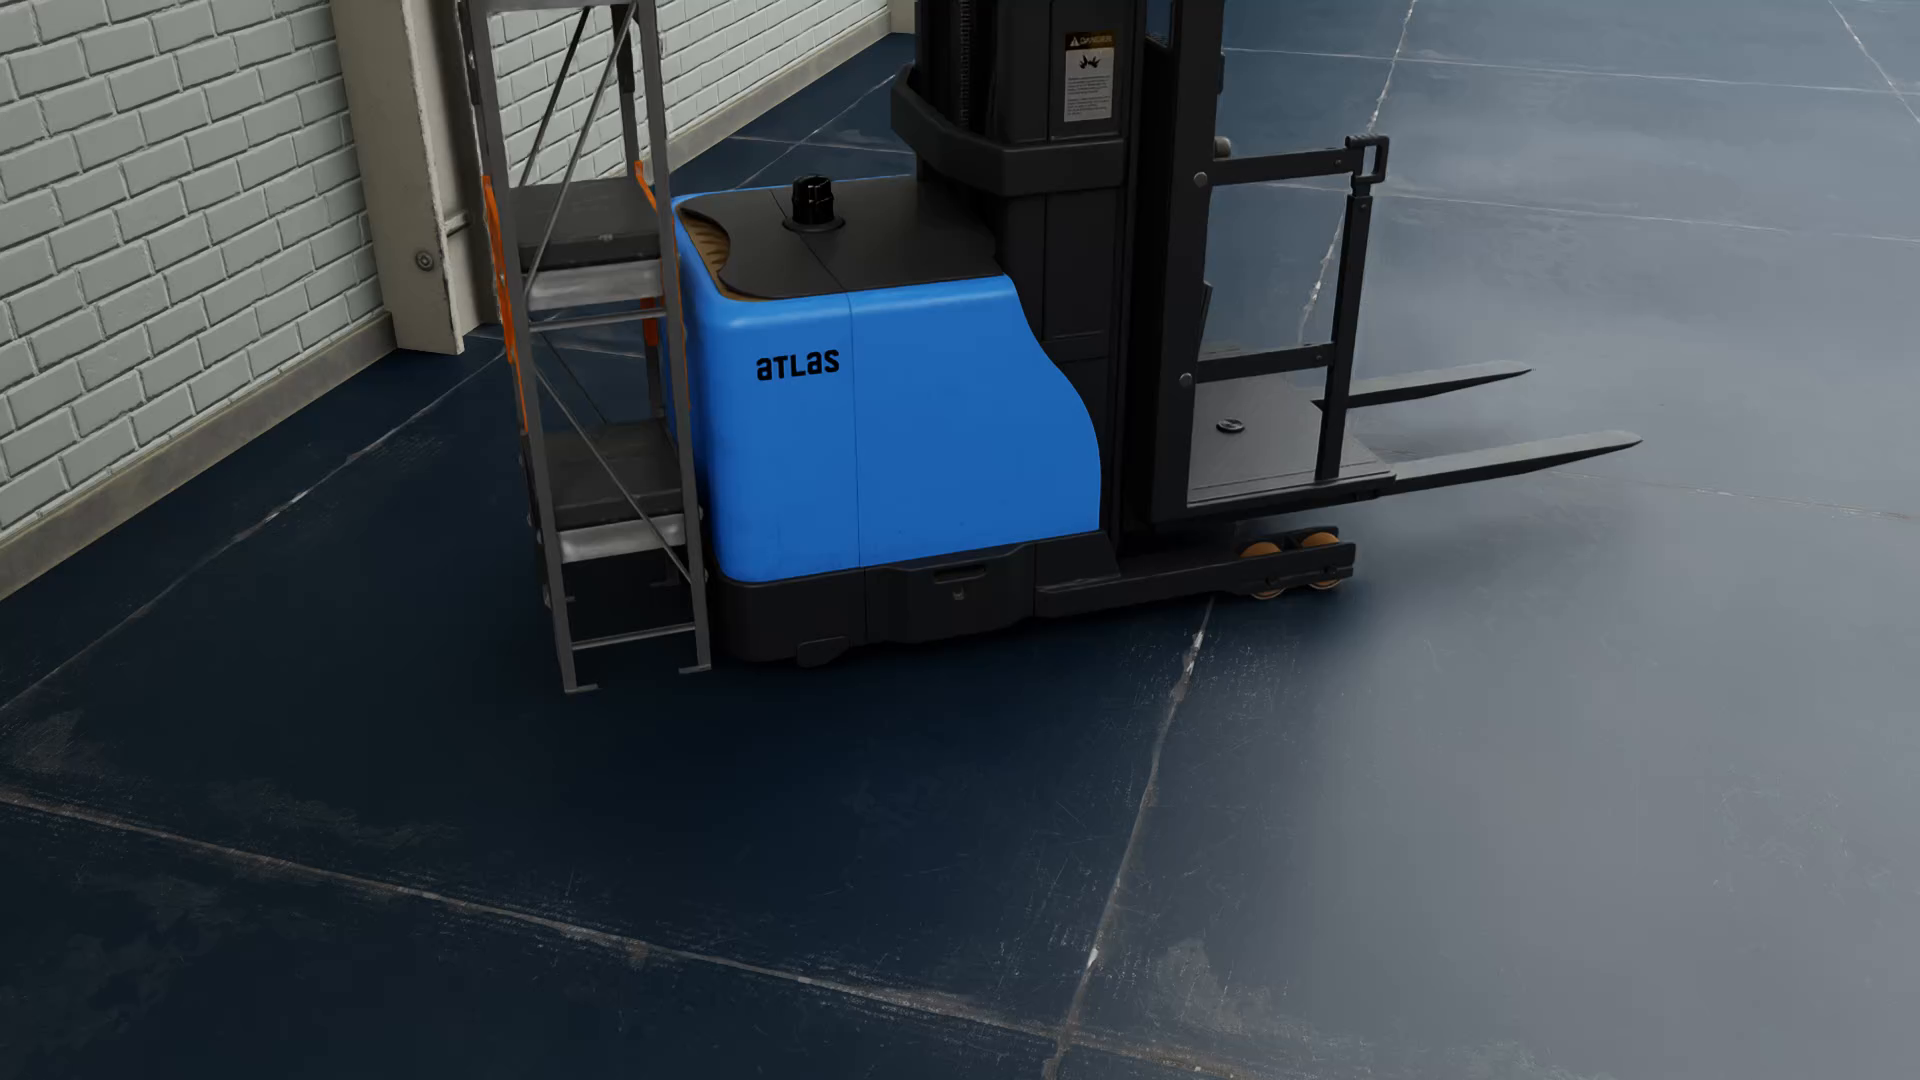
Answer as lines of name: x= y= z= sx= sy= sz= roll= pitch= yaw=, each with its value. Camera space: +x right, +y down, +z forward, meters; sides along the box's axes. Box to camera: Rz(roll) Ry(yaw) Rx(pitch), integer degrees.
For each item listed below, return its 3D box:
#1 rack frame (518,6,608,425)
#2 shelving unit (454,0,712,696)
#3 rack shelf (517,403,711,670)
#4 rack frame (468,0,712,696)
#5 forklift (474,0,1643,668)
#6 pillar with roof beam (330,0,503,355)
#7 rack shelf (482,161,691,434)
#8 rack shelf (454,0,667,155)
rack frame: x=-1.036 y=-0.756 z=4.449 sx=0.380 sy=1.831 sz=0.006 roll=-9 pitch=30 yaw=-16
shelving unit: x=-0.957 y=-0.643 z=4.246 sx=0.431 sy=2.100 sz=0.499 roll=-9 pitch=30 yaw=-16
rack shelf: x=-0.957 y=-0.020 z=4.594 sx=0.431 sy=0.518 sz=0.480 roll=-9 pitch=30 yaw=-16
rack frame: x=-0.880 y=-0.531 z=4.045 sx=0.400 sy=2.100 sz=0.015 roll=-9 pitch=30 yaw=-16
forklift: x=0.455 y=-1.307 z=4.585 sx=3.474 sy=2.935 sz=1.130 roll=-9 pitch=30 yaw=-15
pillar with roof beam: x=2.043 y=-4.162 z=3.474 sx=9.100 sy=9.000 sz=0.400 roll=8 pitch=30 yaw=15
rack shelf: x=-0.957 y=-0.632 z=4.254 sx=0.431 sy=0.518 sz=0.480 roll=-9 pitch=30 yaw=-16
rack shelf: x=-0.957 y=-1.244 z=3.914 sx=0.431 sy=0.518 sz=0.480 roll=-9 pitch=30 yaw=-16
